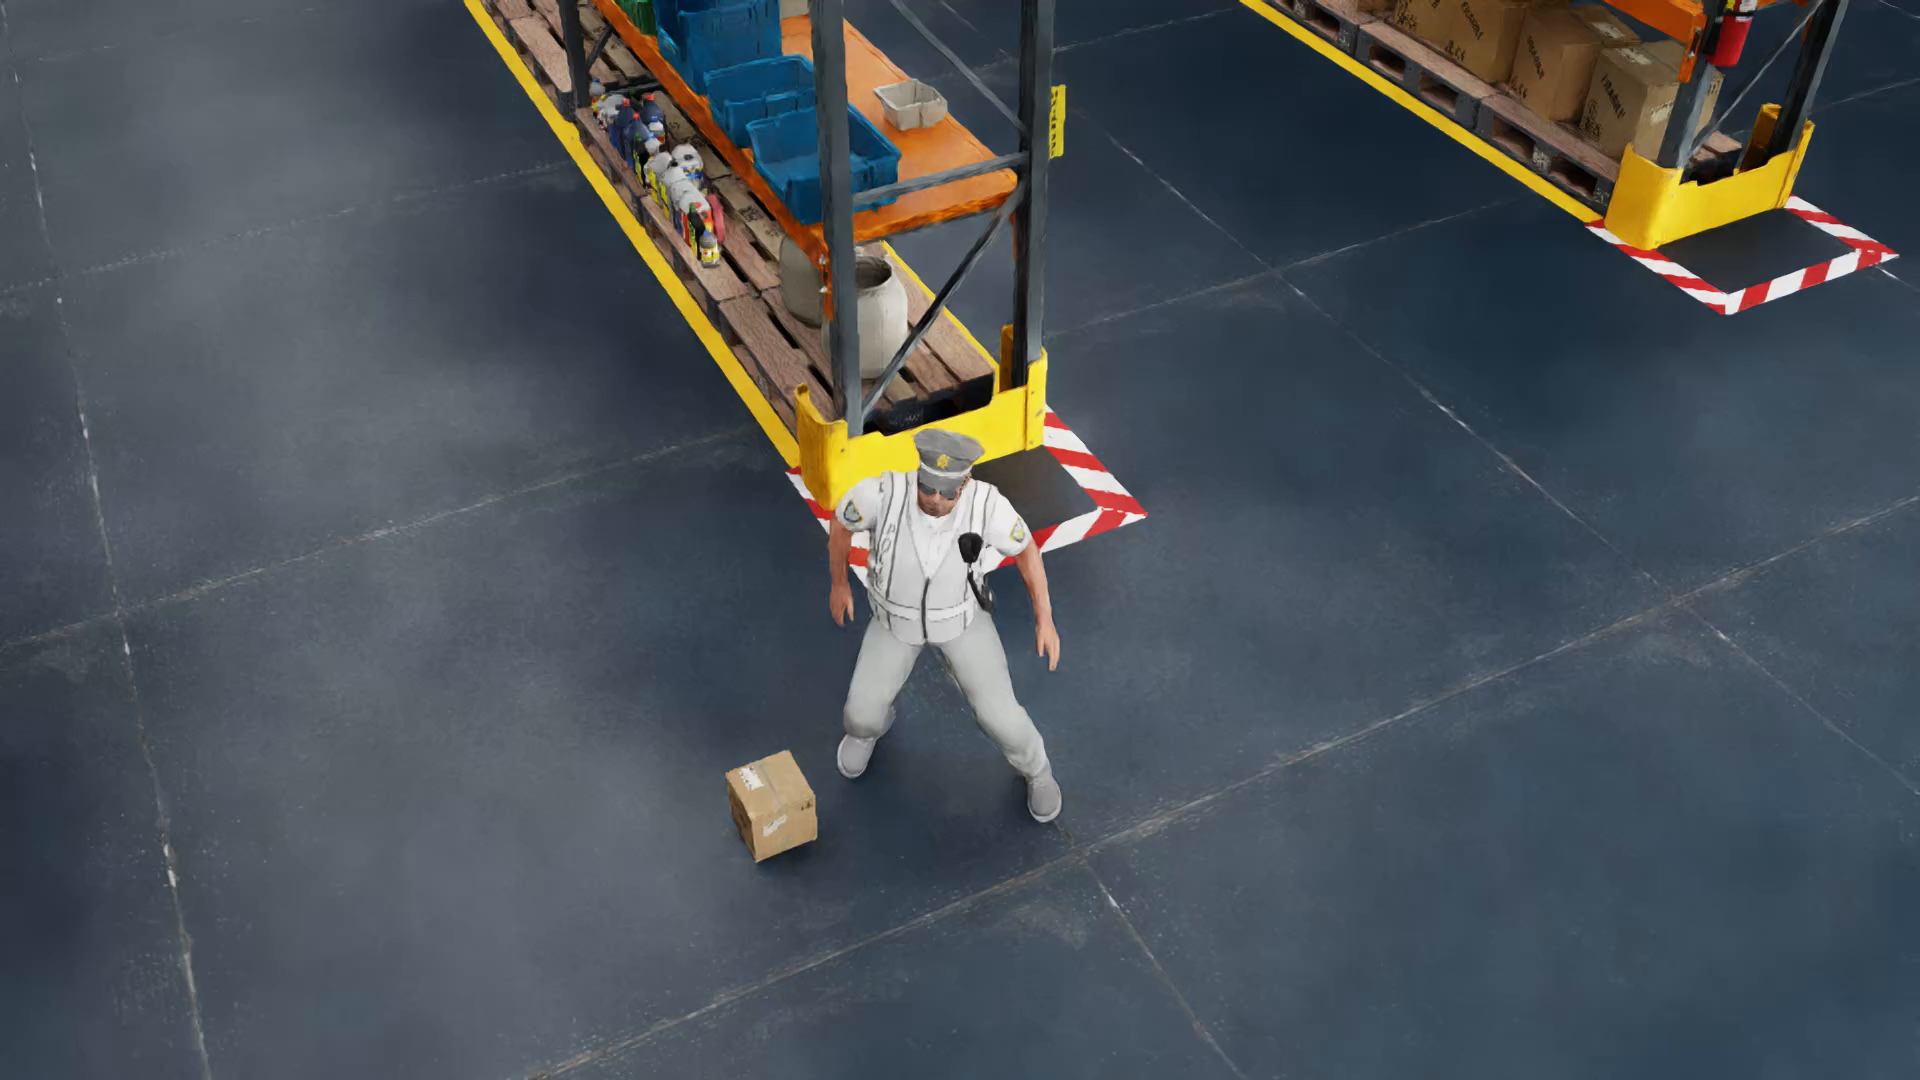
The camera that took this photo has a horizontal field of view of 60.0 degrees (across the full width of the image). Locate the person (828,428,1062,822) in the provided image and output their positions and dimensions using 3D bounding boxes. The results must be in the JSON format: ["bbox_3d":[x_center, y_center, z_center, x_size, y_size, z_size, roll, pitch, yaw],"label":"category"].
[{"bbox_3d":[-0.043,0.265,5.953,0.890,1.613,0.557,3,41,3],"label":"person"}]
